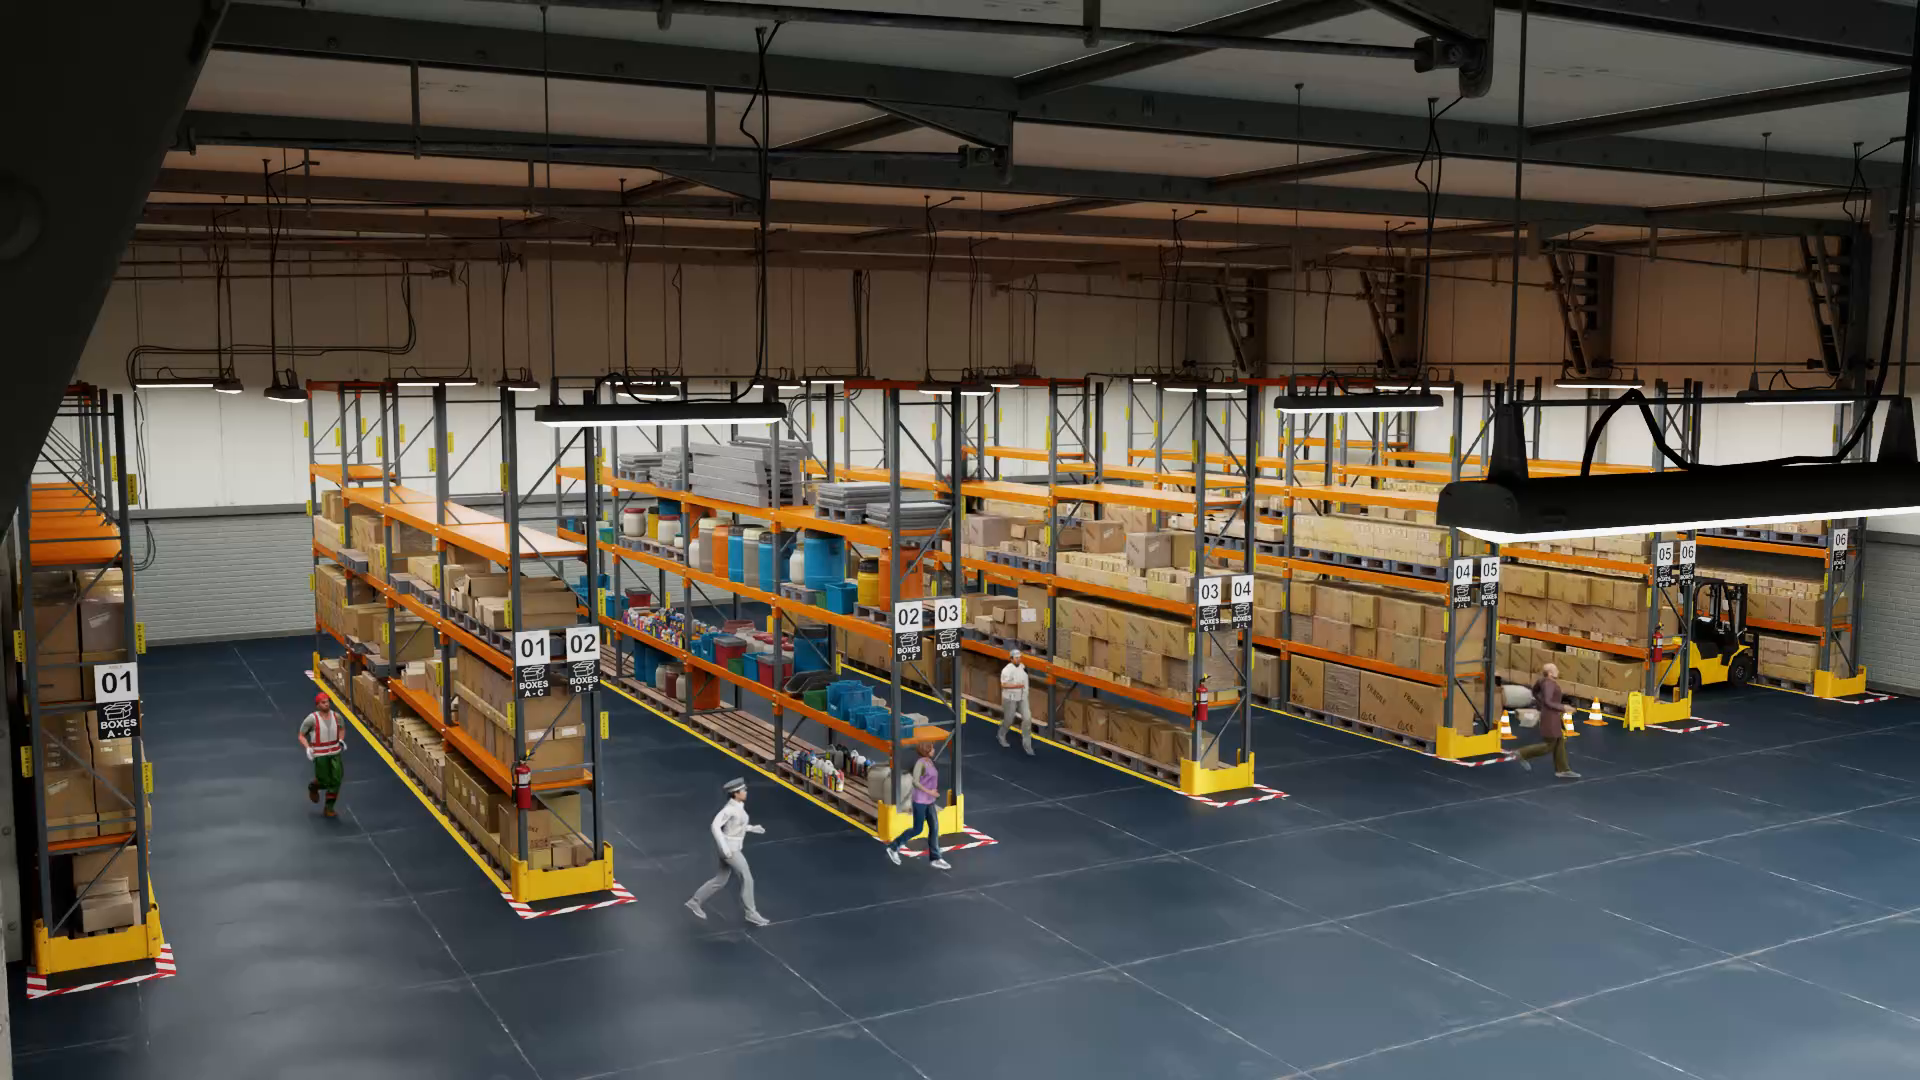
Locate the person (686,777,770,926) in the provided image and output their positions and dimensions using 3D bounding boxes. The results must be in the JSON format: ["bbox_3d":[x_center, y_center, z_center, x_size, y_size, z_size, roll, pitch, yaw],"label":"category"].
[{"bbox_3d":[-2.625,3.508,18.713,0.942,1.698,0.569,-1,6,-9],"label":"person"}]

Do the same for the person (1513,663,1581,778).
[{"bbox_3d":[8.983,2.758,25.374,0.999,1.754,0.714,2,6,15],"label":"person"}]

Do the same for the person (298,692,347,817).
[{"bbox_3d":[-8.912,2.992,23.328,0.658,1.740,0.606,-6,8,-44],"label":"person"}]

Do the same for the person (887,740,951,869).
[{"bbox_3d":[-0.457,3.303,20.965,0.832,1.568,0.607,2,6,18],"label":"person"}]

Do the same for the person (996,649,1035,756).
[{"bbox_3d":[0.882,2.627,27.116,0.593,1.722,0.816,-4,7,-32],"label":"person"}]
